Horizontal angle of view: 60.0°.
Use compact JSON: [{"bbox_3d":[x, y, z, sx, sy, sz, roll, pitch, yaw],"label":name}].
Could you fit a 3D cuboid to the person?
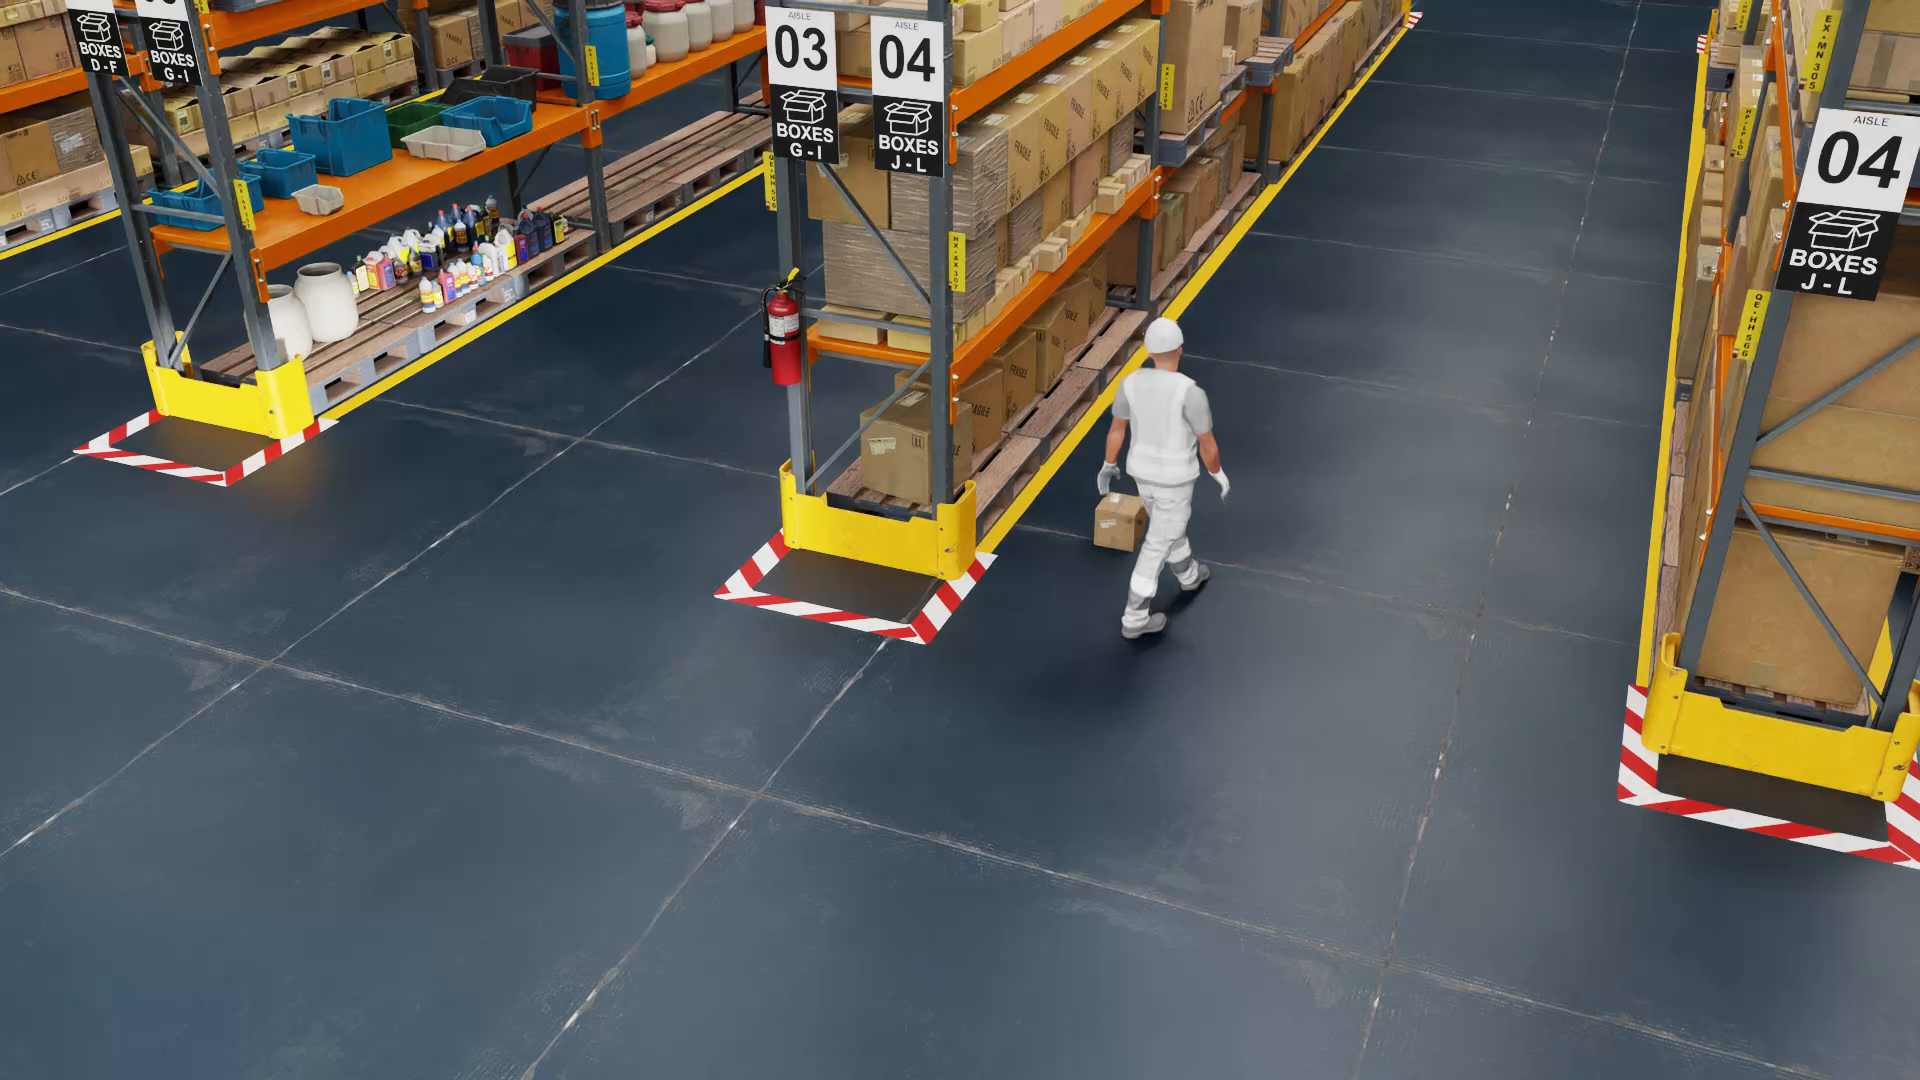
[{"bbox_3d":[1.153,-0.397,9.082,0.643,1.750,0.923,23,37,35],"label":"person"}]
